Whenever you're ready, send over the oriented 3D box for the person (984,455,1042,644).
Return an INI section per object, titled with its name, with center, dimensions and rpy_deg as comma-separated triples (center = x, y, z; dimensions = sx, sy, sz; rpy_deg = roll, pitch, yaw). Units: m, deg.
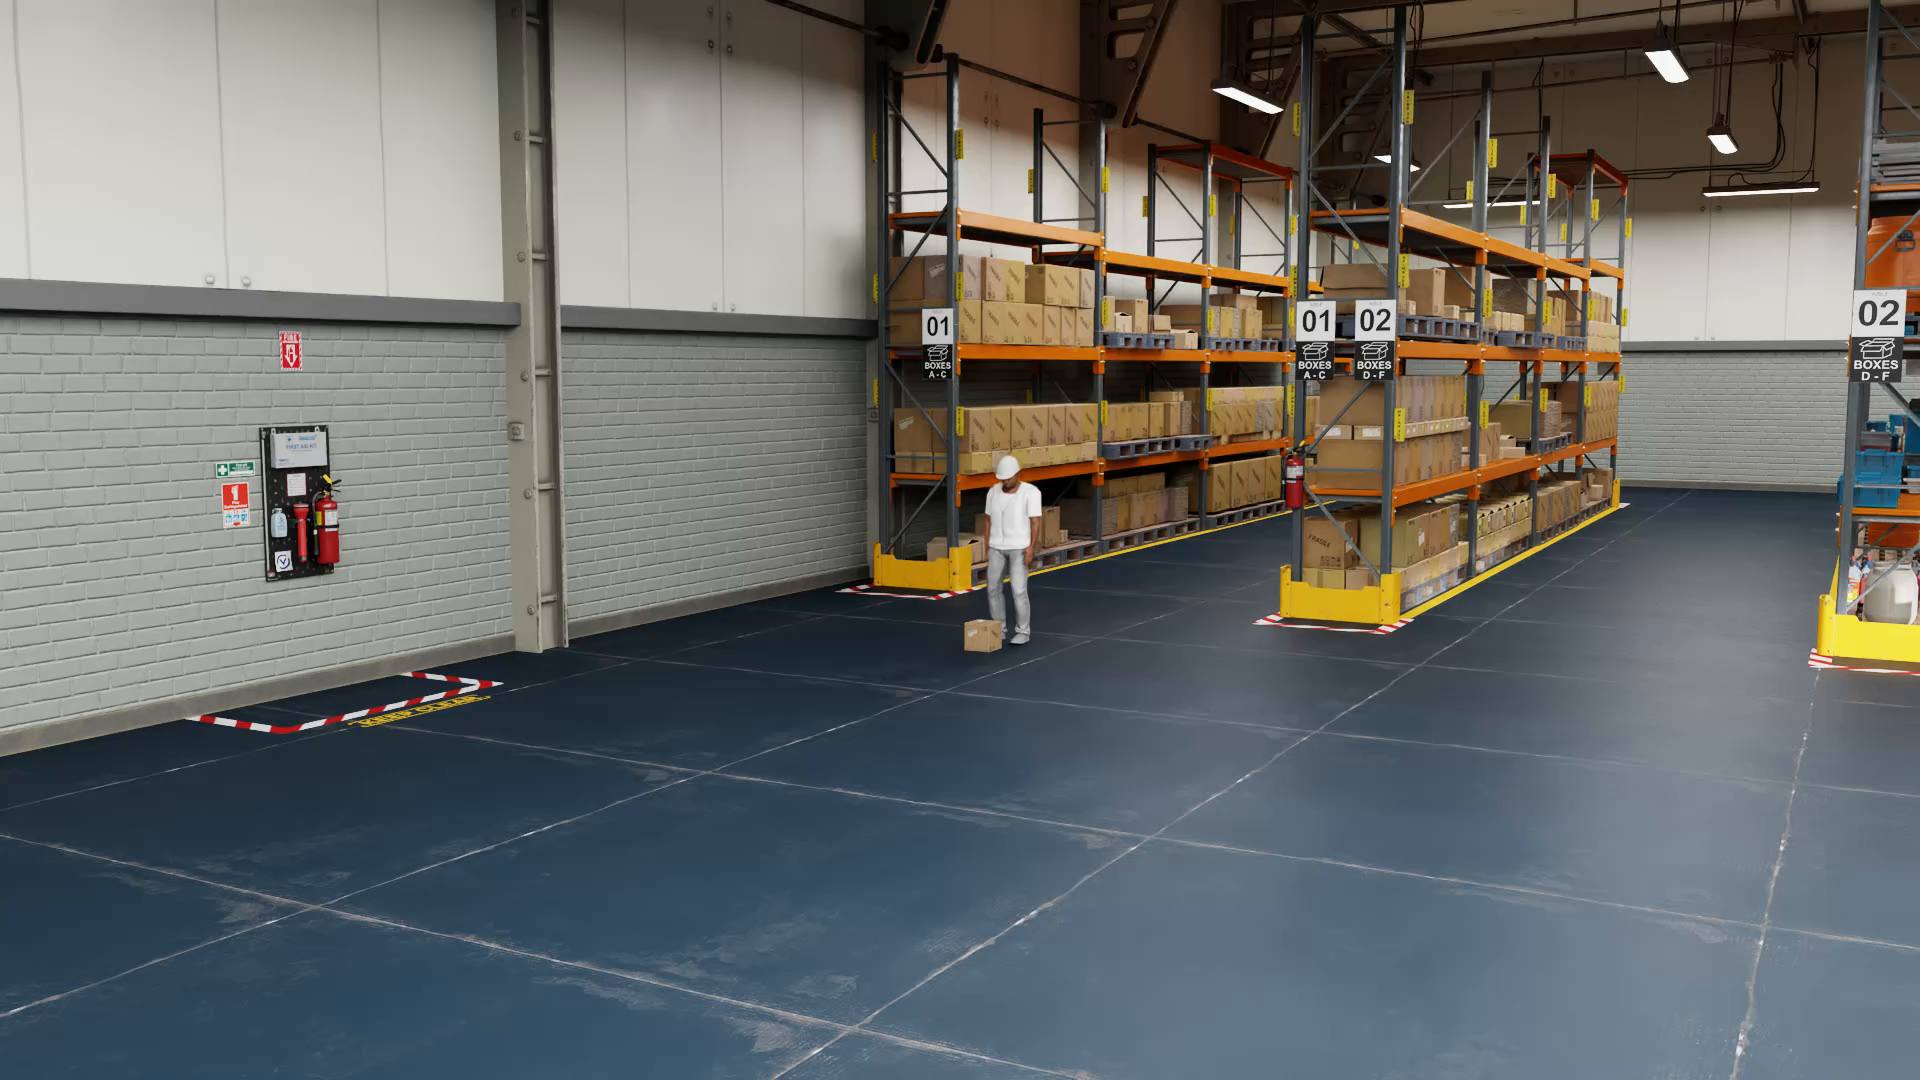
[person]
center = 0.467, 0.086, 15.340
dimensions = 0.581, 1.739, 0.409
rpy_deg = 3, 7, 30
